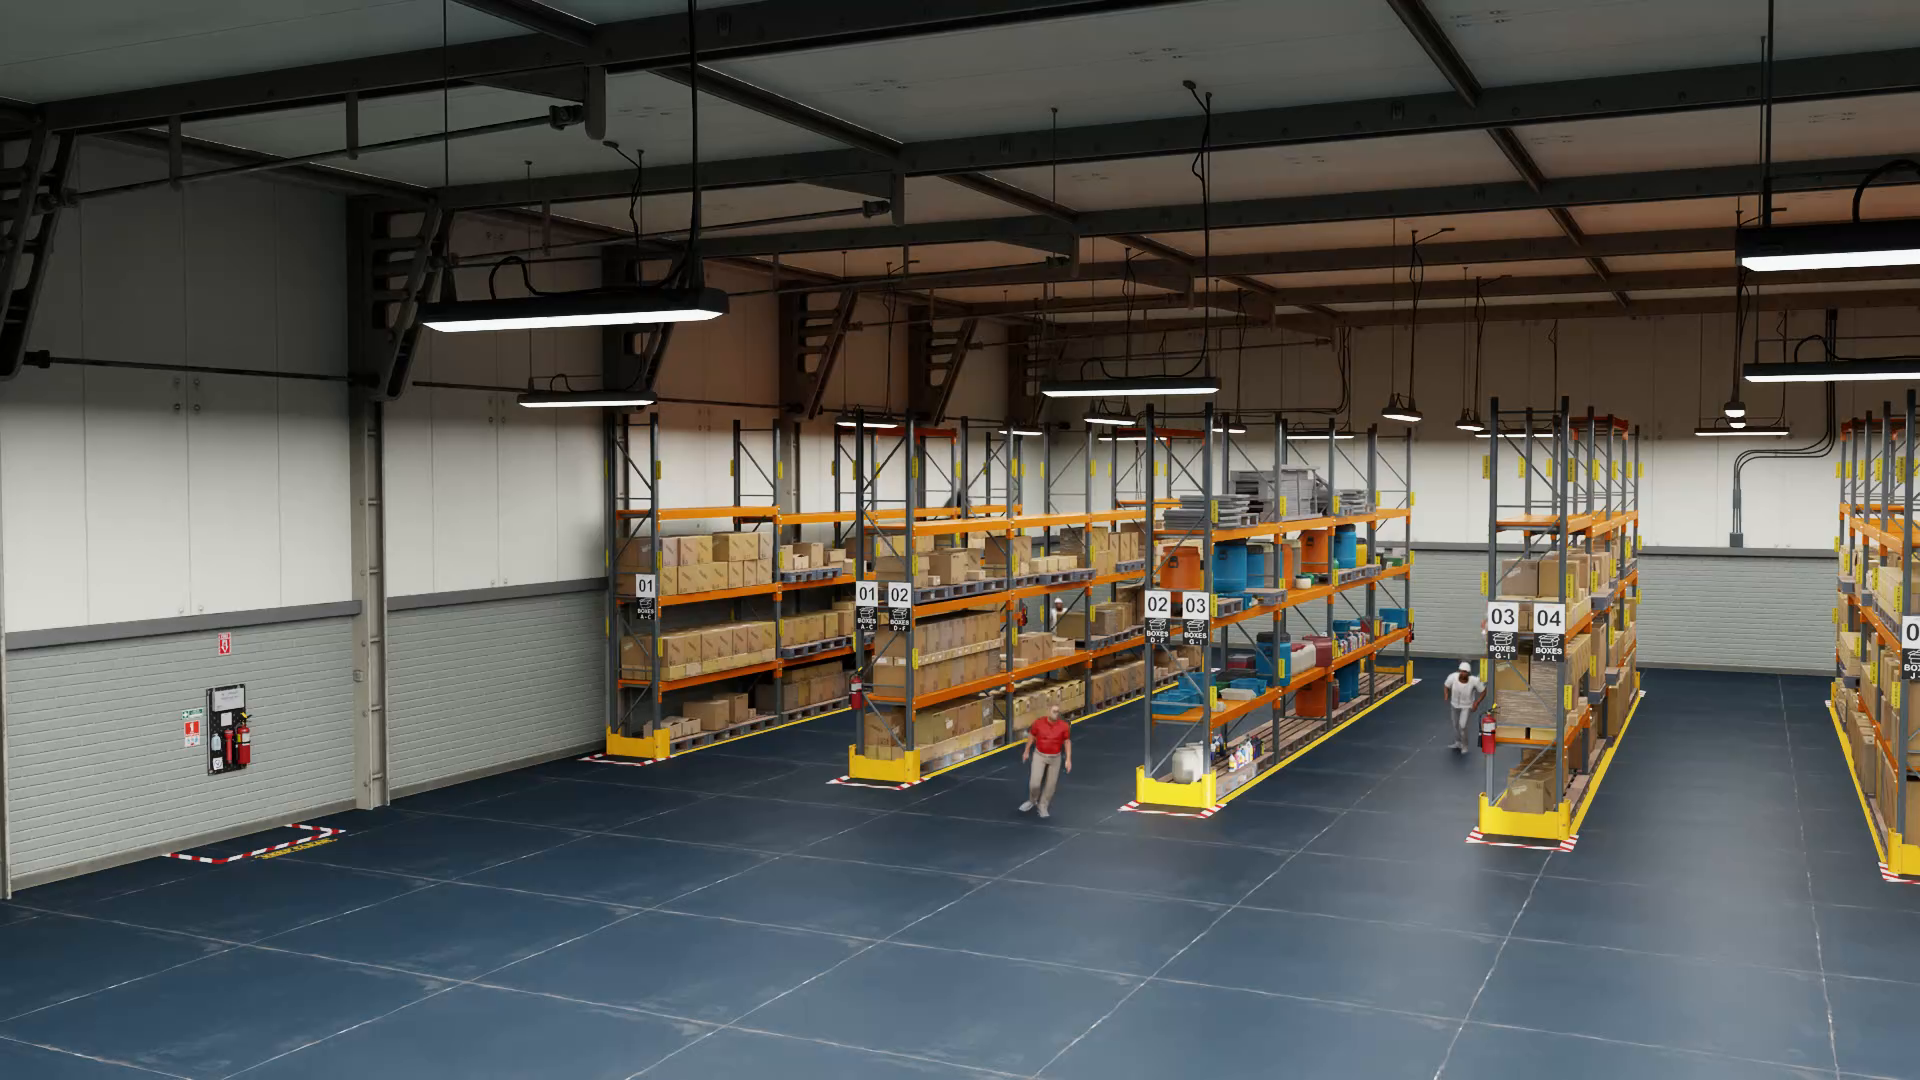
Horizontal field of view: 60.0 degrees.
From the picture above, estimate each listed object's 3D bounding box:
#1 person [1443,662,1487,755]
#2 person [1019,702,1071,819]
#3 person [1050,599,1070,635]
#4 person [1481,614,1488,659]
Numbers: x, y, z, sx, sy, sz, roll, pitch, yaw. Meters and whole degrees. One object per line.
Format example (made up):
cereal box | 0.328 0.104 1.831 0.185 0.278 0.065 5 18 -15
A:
person | 8.930 2.962 29.492 0.752 1.661 0.786 2 3 44
person | 1.228 3.167 23.932 0.705 1.708 0.566 0 2 -8
person | 2.598 2.355 42.719 0.730 1.719 0.631 0 2 -4
person | 13.156 2.387 40.968 0.794 1.729 0.773 -1 2 -16
